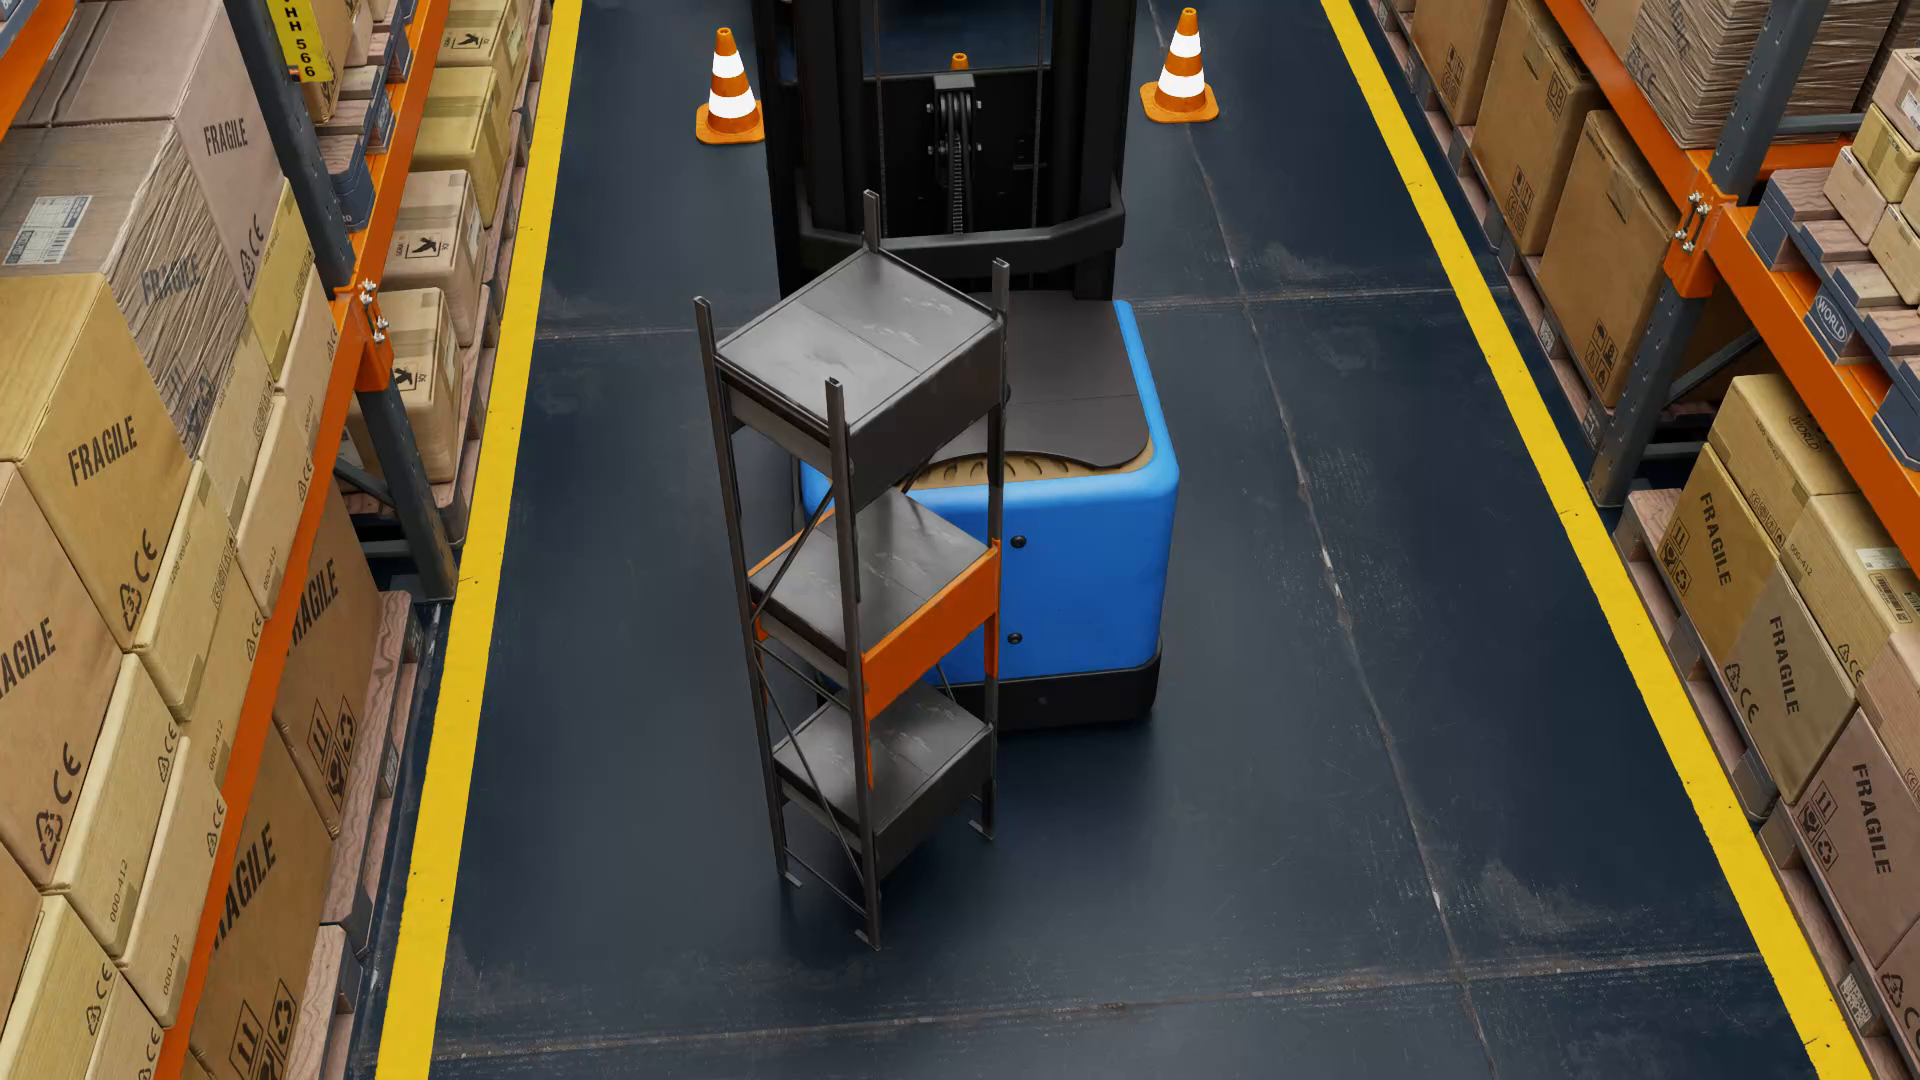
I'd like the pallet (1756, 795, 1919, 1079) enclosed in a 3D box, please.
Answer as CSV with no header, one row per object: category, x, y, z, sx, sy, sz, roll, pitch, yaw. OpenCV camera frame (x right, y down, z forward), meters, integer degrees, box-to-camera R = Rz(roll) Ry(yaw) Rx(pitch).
pallet,2.897,1.192,4.475,1.003,0.211,1.213,-3,47,-3

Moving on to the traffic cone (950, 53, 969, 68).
traffic cone,-0.005,-1.899,7.230,0.336,0.463,0.334,-3,47,-3

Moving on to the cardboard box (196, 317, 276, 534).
cardboard box,-1.849,-0.253,3.683,0.500,0.250,0.500,-5,47,-4

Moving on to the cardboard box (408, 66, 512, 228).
cardboard box,-2.355,-1.571,6.693,0.950,0.372,0.625,-2,47,-2

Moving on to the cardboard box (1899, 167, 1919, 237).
cardboard box,2.600,-0.815,4.135,0.380,0.149,0.250,-1,47,-1

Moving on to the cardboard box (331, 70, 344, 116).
cardboard box,-2.022,-1.350,4.846,0.380,0.149,0.250,-6,47,-6

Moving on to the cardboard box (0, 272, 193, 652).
cardboard box,-1.800,-0.128,3.048,0.500,0.500,0.500,-3,47,-3

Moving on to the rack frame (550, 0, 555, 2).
rack frame,-2.525,-3.733,7.219,1.000,3.000,0.127,-3,47,-3

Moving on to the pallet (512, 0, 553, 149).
pallet,-2.458,-2.211,7.698,1.003,0.211,1.213,-3,47,-3

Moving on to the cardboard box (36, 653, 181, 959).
cardboard box,-1.742,0.491,2.978,0.500,0.250,0.500,-5,47,-4

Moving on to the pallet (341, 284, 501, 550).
pallet,-2.254,-0.445,6.026,1.003,0.211,1.213,-3,47,-3

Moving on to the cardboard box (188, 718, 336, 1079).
cardboard box,-2.144,0.898,4.008,0.875,0.875,0.875,-3,47,-3

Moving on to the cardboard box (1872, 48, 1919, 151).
cardboard box,2.580,-1.126,4.224,0.380,0.149,0.250,-3,47,-3

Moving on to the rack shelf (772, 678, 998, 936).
rack shelf,-0.215,0.692,4.632,0.431,0.518,0.480,33,55,27

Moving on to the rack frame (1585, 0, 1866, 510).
rack frame,2.734,-1.213,4.833,1.000,3.000,0.127,-3,47,-3

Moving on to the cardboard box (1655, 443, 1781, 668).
cardboard box,2.540,0.030,5.088,0.500,0.500,0.500,-5,47,-5

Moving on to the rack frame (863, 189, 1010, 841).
rack frame,-0.053,0.068,4.239,0.400,2.100,0.015,33,55,27

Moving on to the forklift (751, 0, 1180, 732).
forklift,-0.072,-1.462,5.116,1.130,2.935,3.031,-5,47,-5

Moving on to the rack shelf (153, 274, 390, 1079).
rack shelf,-2.022,0.856,3.369,1.077,0.370,4.000,-3,47,-3

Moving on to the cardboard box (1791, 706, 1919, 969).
cardboard box,2.633,0.764,4.393,0.500,0.500,0.500,-5,47,-4

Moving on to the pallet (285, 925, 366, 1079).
pallet,-2.100,1.576,4.112,1.003,0.211,1.213,-3,47,-3

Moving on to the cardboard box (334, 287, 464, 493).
cardboard box,-2.227,-0.489,5.668,0.950,0.372,0.625,-6,47,-6

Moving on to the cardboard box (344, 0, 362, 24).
cardboard box,-2.047,-1.836,4.860,0.500,0.500,0.500,-1,47,-1

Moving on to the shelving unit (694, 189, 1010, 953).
shelving unit,-0.215,0.201,4.113,0.431,2.100,0.503,33,55,27

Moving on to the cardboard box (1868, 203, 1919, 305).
cardboard box,2.593,-0.741,4.269,0.380,0.149,0.250,-1,47,-1

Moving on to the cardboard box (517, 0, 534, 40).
cardboard box,-2.478,-2.594,7.662,0.950,0.372,0.625,-3,47,-3

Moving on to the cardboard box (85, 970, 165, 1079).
cardboard box,-1.700,1.026,2.815,0.500,0.250,0.500,-4,47,-4

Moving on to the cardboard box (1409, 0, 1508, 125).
cardboard box,2.618,-2.336,7.156,1.050,0.750,0.750,-3,47,-3

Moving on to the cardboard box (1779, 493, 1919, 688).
cardboard box,2.593,0.125,4.482,0.500,0.250,0.500,-4,47,-4

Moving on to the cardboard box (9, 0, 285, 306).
cardboard box,-1.886,-0.859,3.740,0.500,0.500,0.500,-5,47,-4

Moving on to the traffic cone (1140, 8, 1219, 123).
traffic cone,1.007,-2.172,7.489,0.336,0.463,0.334,-3,47,-3

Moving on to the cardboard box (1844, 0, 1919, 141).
cardboard box,2.966,-1.588,5.119,0.500,0.500,0.500,-3,47,-3

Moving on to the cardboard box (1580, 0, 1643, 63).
cardboard box,2.389,-1.918,5.431,0.500,0.500,0.500,-3,47,-3

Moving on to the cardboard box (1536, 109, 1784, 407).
cardboard box,2.773,-1.030,5.919,1.050,0.750,0.750,-4,47,-4

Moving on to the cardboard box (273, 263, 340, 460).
cardboard box,-1.889,-0.437,4.201,0.500,0.250,0.500,-5,47,-5

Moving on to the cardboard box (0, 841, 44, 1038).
cardboard box,-1.715,0.612,2.347,0.500,0.500,0.500,-5,47,-4

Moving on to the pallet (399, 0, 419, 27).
pallet,-2.396,-2.202,5.902,1.003,0.211,1.213,-3,47,-3

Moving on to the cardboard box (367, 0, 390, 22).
cardboard box,-2.001,-1.751,5.226,0.380,0.149,0.250,-3,47,-3

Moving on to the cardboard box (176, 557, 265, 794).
cardboard box,-1.804,0.297,3.506,0.500,0.250,0.500,-4,47,-4

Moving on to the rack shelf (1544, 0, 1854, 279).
rack shelf,2.567,-2.412,6.464,1.077,0.370,4.000,-3,47,-3

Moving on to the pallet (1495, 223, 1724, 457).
pallet,2.744,-0.829,6.390,1.003,0.211,1.213,-3,47,-3

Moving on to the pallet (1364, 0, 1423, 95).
pallet,2.539,-2.594,8.062,1.003,0.211,1.213,-3,47,-3
